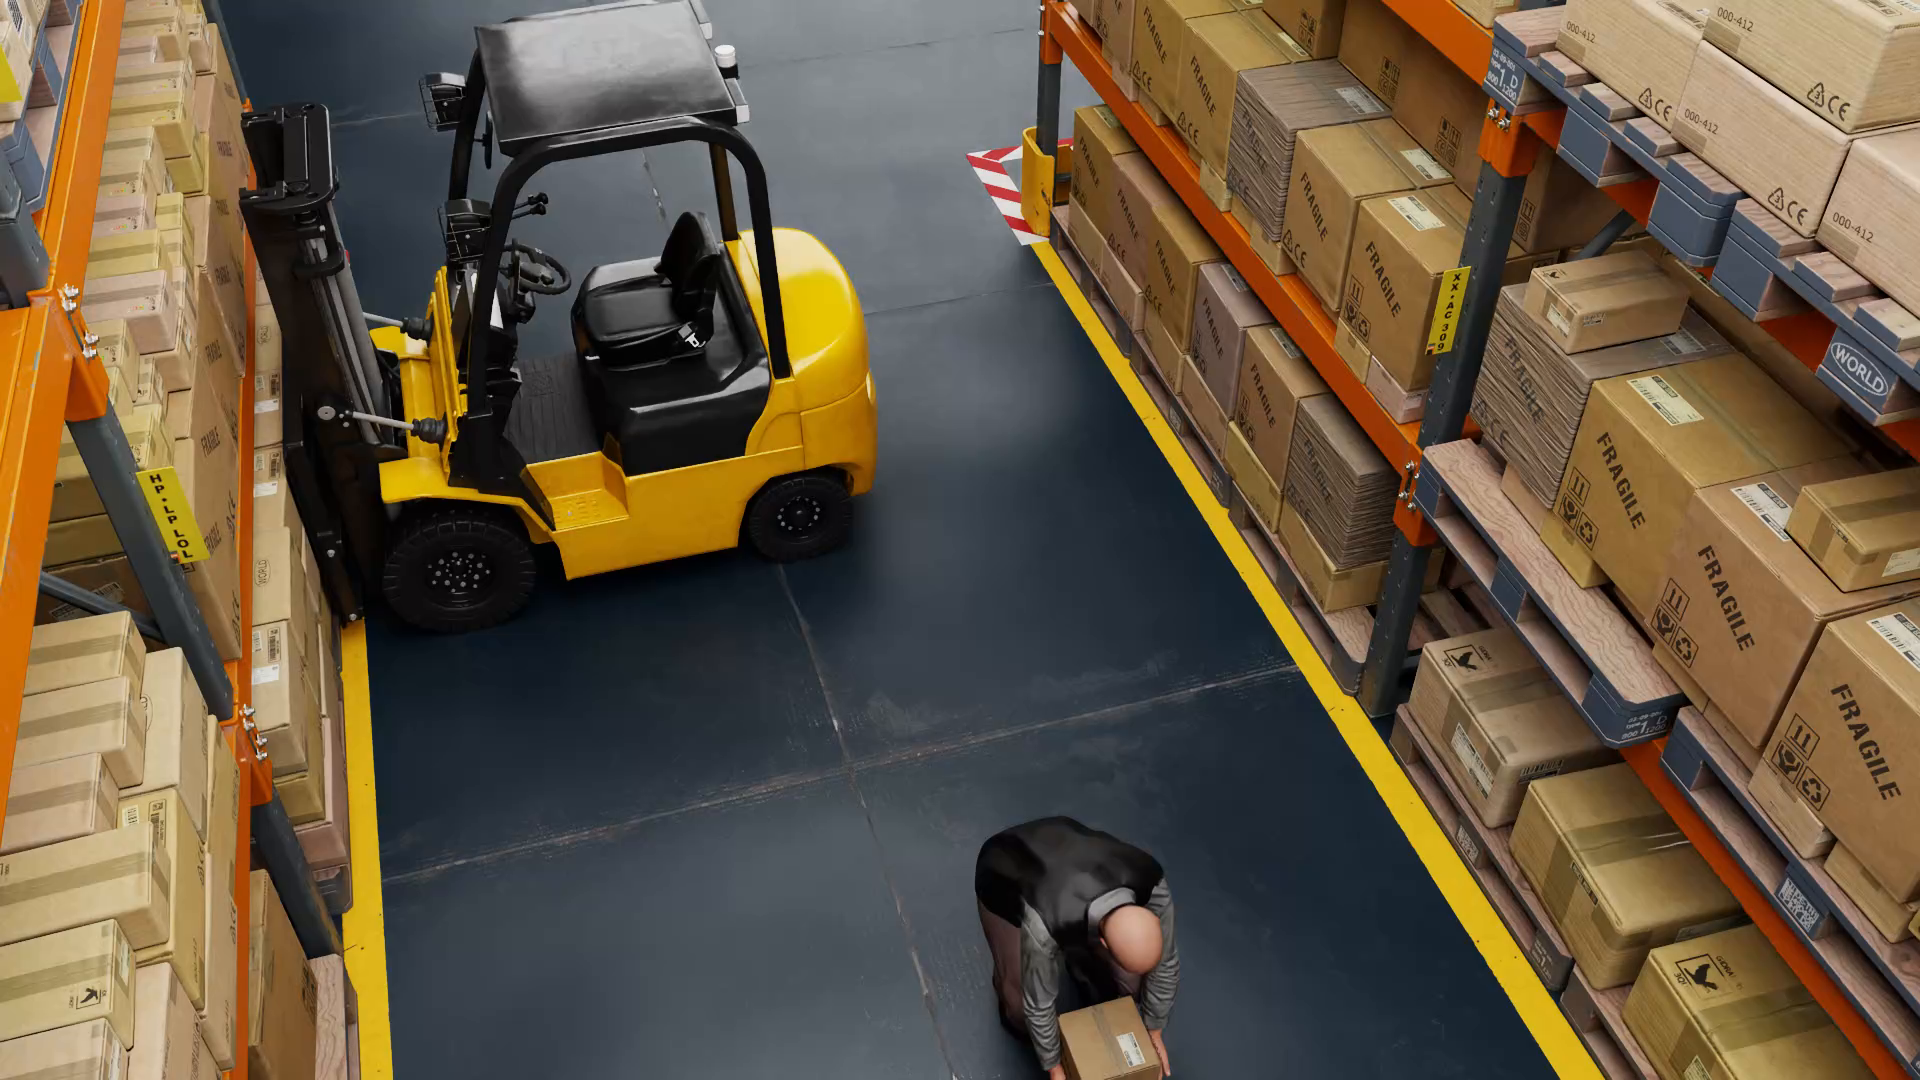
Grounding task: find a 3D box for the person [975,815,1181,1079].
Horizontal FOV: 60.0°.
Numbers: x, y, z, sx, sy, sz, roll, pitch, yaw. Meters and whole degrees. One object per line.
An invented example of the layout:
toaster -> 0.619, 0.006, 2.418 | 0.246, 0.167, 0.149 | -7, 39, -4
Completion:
person -> 0.377, 1.277, 5.320 | 0.538, 0.977, 0.867 | -12, 43, -13
